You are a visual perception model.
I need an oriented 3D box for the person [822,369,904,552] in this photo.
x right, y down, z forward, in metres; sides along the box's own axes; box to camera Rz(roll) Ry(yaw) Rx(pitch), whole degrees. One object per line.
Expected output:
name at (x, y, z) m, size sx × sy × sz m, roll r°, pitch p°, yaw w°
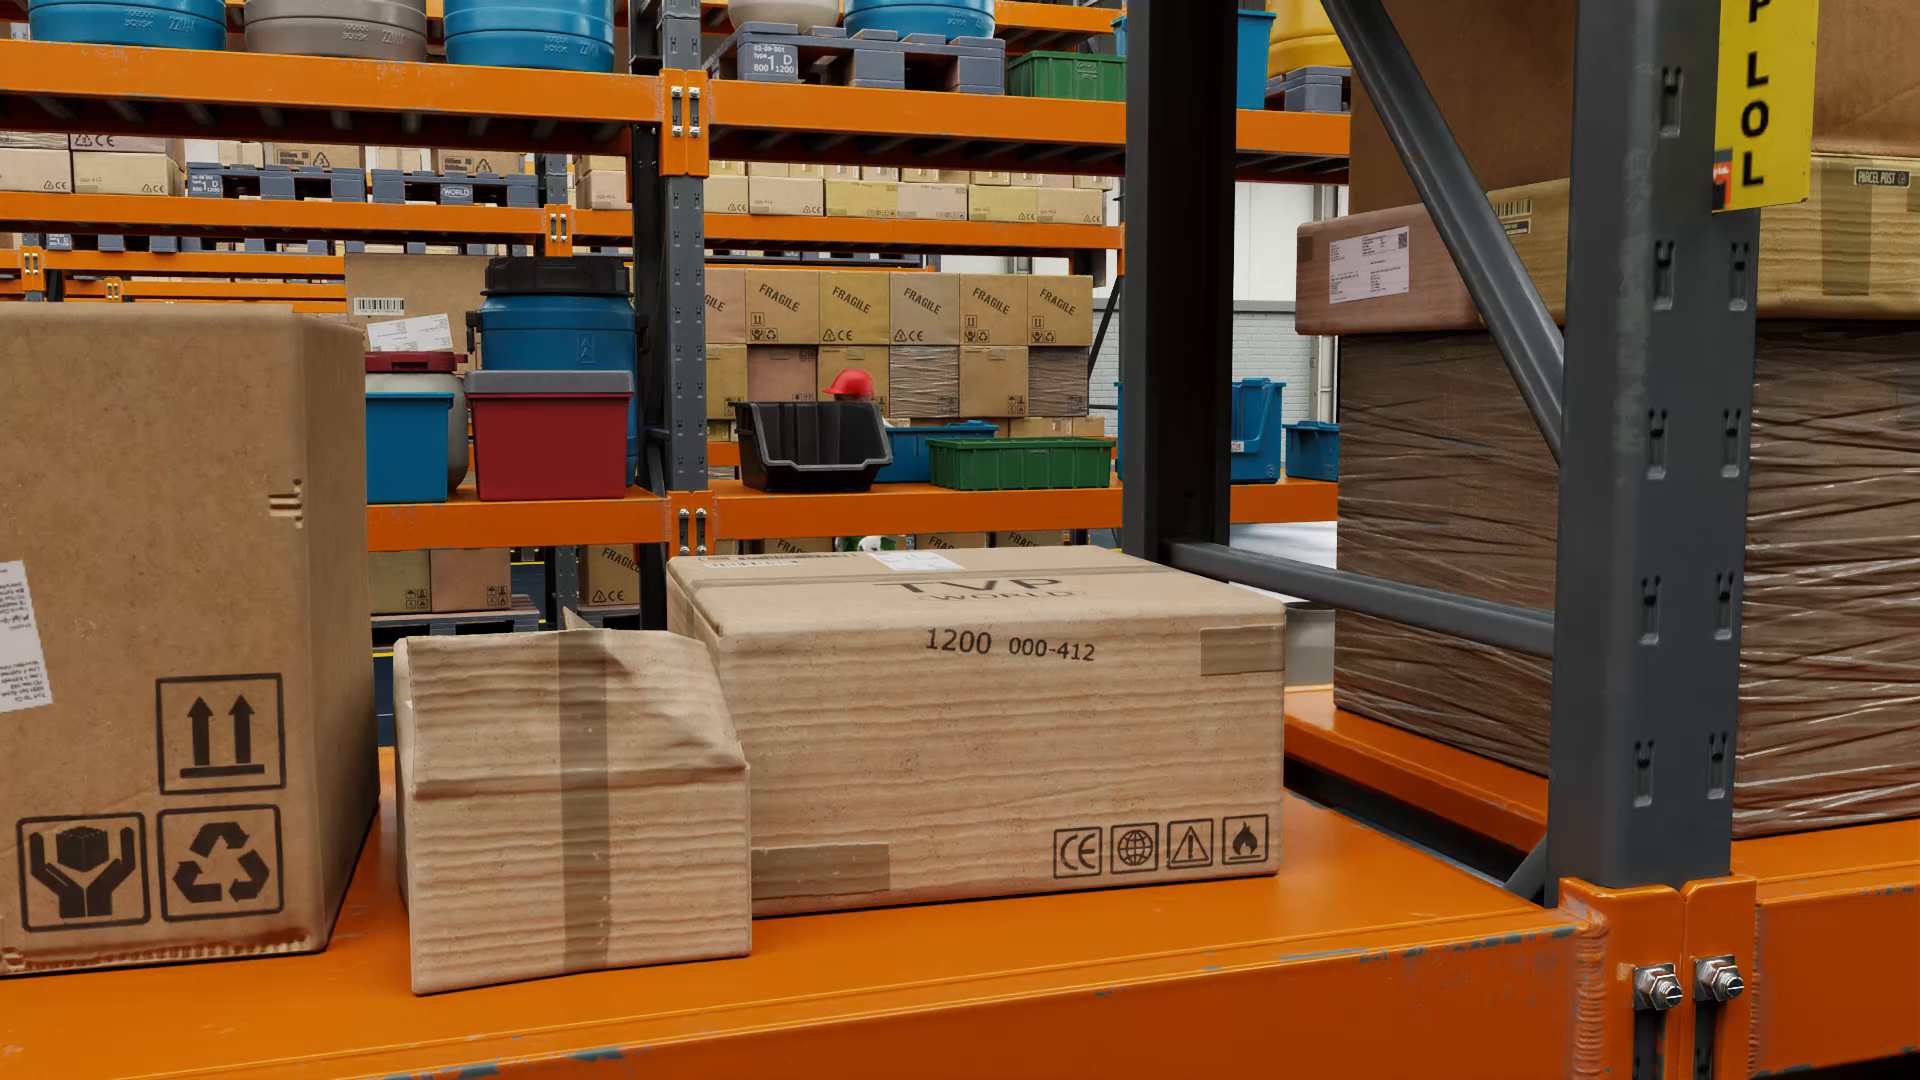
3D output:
person at (-0.519, -0.025, 8.938) m, size 0.449 × 1.780 × 0.607 m, roll -2°, pitch 6°, yaw -19°
